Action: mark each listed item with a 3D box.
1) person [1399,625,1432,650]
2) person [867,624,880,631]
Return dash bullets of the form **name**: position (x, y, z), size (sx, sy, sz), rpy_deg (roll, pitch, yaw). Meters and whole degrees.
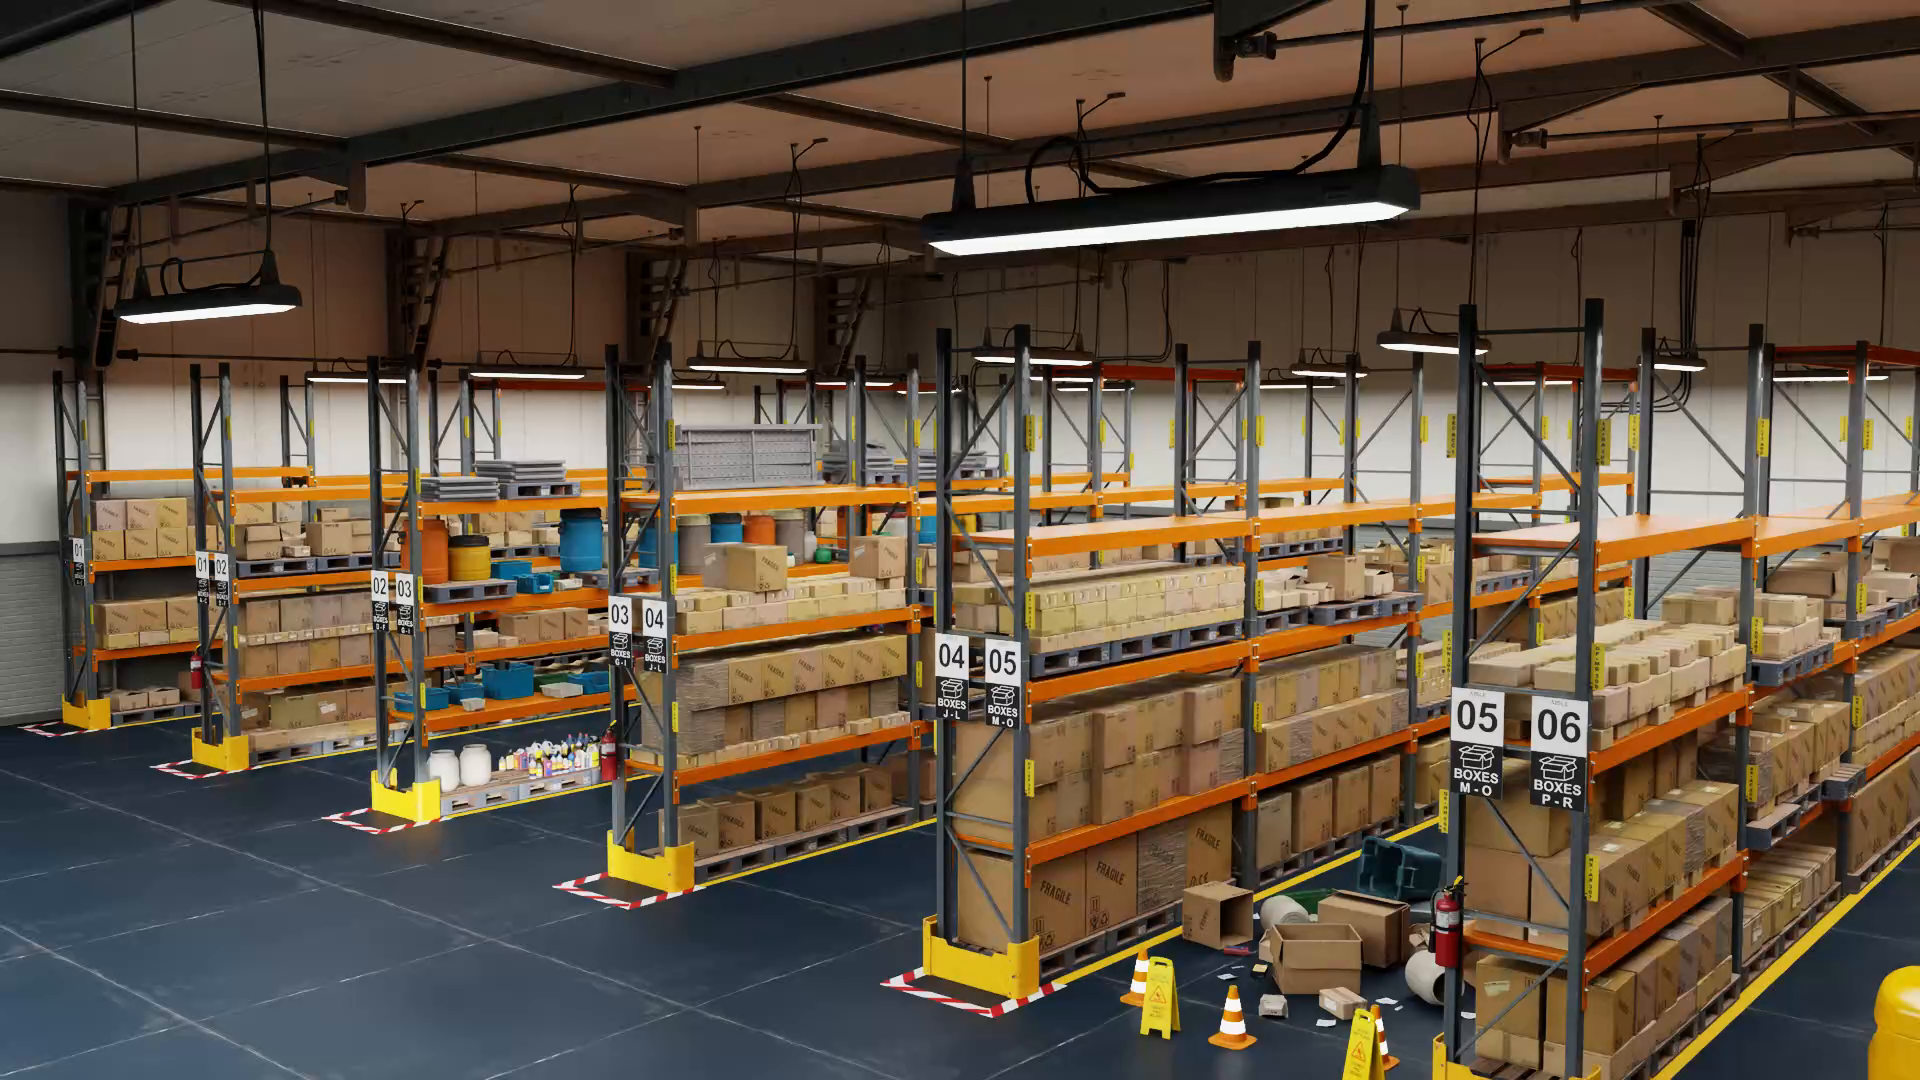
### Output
- **person**: position (7.695, 2.274, 28.111), size (0.711, 1.765, 0.880), rpy_deg (3, 5, 39)
- **person**: position (-1.682, 2.093, 31.257), size (0.722, 1.623, 0.816), rpy_deg (4, 6, 44)
